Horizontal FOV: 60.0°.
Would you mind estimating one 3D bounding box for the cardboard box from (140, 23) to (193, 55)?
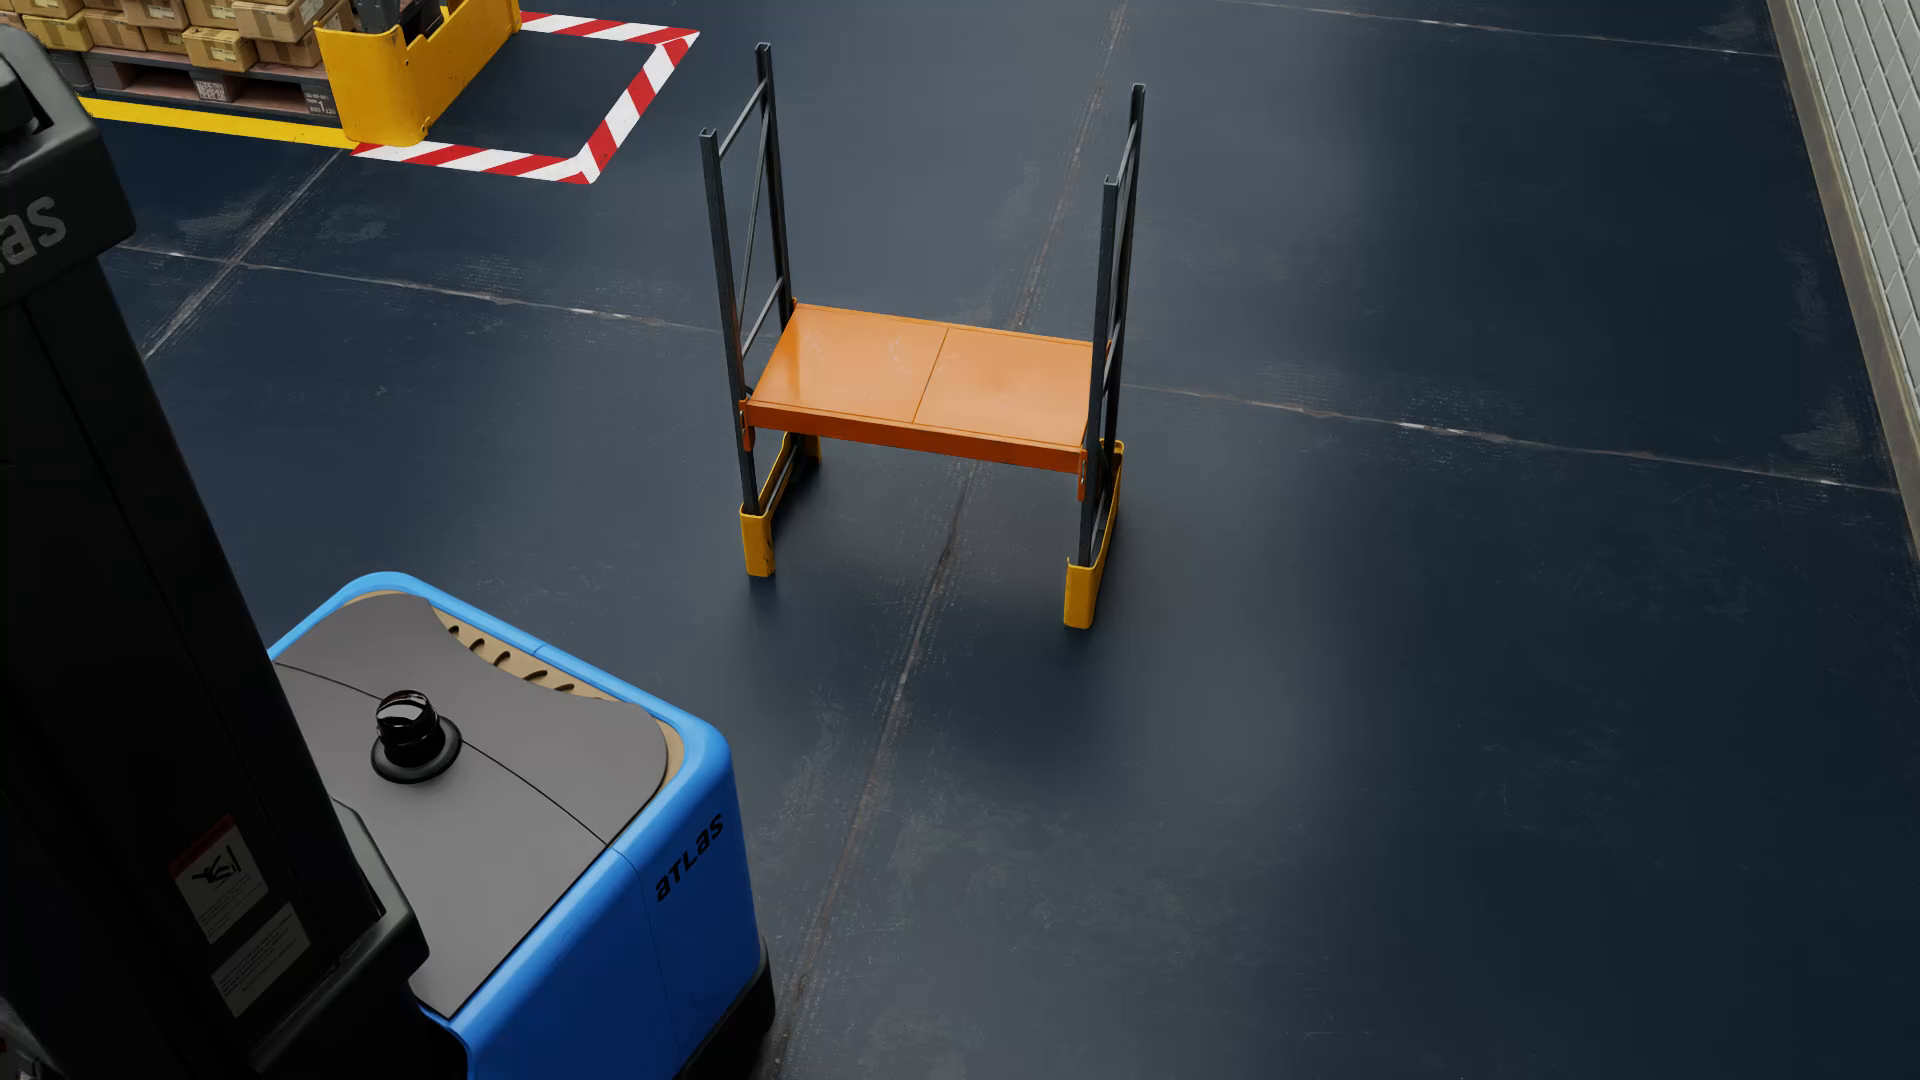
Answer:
[{"bbox_3d":[-3.316,-2.256,7.184,0.250,0.149,0.380,9,45,9],"label":"cardboard box"}]

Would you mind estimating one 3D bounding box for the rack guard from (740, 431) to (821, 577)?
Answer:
[{"bbox_3d":[-0.560,-0.177,5.254,0.087,0.250,0.587,9,45,9],"label":"rack guard"}]

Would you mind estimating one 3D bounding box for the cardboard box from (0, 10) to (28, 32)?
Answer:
[{"bbox_3d":[-4.084,-2.336,7.267,0.250,0.149,0.380,10,45,10],"label":"cardboard box"}]

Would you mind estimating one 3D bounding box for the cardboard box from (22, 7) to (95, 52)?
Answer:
[{"bbox_3d":[-3.822,-2.281,7.210,0.250,0.149,0.380,7,44,7],"label":"cardboard box"}]

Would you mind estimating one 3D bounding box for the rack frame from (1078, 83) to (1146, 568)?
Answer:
[{"bbox_3d":[0.413,-0.476,4.663,0.032,1.500,0.500,9,45,9],"label":"rack frame"}]

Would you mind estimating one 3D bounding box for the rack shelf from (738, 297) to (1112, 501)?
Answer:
[{"bbox_3d":[-0.083,-0.424,4.868,1.000,0.185,0.538,9,45,9],"label":"rack shelf"}]

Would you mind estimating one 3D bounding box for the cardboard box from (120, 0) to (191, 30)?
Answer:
[{"bbox_3d":[-3.329,-2.321,7.036,0.250,0.149,0.380,7,44,7],"label":"cardboard box"}]

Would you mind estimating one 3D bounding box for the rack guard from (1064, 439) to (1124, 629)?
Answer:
[{"bbox_3d":[0.412,-0.026,5.097,0.087,0.250,0.587,9,45,9],"label":"rack guard"}]

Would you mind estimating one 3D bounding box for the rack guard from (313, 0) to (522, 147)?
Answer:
[{"bbox_3d":[-2.319,-2.236,7.212,0.348,0.500,1.175,9,45,9],"label":"rack guard"}]

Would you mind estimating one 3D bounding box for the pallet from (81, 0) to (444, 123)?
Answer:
[{"bbox_3d":[-3.104,-2.279,7.465,1.213,0.211,1.003,9,45,9],"label":"pallet"}]

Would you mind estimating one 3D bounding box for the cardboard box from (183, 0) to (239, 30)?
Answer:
[{"bbox_3d":[-3.065,-2.319,7.035,0.250,0.149,0.380,8,44,8],"label":"cardboard box"}]

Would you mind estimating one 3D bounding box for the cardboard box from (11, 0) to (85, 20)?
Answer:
[{"bbox_3d":[-3.837,-2.390,7.109,0.250,0.149,0.380,9,45,10],"label":"cardboard box"}]

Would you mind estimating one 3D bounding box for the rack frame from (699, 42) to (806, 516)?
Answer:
[{"bbox_3d":[-0.579,-0.630,4.823,0.032,1.500,0.500,9,45,9],"label":"rack frame"}]

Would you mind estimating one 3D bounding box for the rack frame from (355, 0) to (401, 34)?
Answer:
[{"bbox_3d":[-2.244,-3.125,6.334,0.127,3.000,1.000,9,45,9],"label":"rack frame"}]

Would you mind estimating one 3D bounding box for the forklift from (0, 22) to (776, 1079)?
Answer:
[{"bbox_3d":[-1.630,0.811,2.294,1.130,2.935,3.031,23,48,22],"label":"forklift"}]

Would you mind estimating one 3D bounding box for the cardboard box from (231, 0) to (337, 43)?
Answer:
[{"bbox_3d":[-2.822,-2.243,6.956,0.250,0.149,0.380,8,44,8],"label":"cardboard box"}]

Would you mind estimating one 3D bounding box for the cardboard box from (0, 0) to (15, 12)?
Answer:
[{"bbox_3d":[-4.084,-2.442,7.162,0.250,0.149,0.380,11,45,11],"label":"cardboard box"}]

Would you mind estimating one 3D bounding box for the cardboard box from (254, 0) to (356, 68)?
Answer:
[{"bbox_3d":[-2.804,-2.188,7.113,0.250,0.149,0.380,10,45,10],"label":"cardboard box"}]

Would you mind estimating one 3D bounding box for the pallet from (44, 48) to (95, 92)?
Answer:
[{"bbox_3d":[-4.291,-2.465,7.659,1.213,0.211,1.003,9,45,9],"label":"pallet"}]

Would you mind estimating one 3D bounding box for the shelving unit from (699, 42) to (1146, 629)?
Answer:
[{"bbox_3d":[-0.074,-0.552,4.742,1.083,1.500,0.587,9,45,9],"label":"shelving unit"}]

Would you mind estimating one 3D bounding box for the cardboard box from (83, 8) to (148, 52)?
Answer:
[{"bbox_3d":[-3.559,-2.285,7.214,0.250,0.149,0.380,9,45,9],"label":"cardboard box"}]

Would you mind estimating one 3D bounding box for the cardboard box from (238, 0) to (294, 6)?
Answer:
[{"bbox_3d":[-2.816,-2.372,6.875,0.250,0.149,0.380,9,45,10],"label":"cardboard box"}]

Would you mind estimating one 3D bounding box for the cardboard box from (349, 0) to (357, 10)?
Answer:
[{"bbox_3d":[-2.686,-2.545,7.484,0.250,0.149,0.380,10,45,10],"label":"cardboard box"}]

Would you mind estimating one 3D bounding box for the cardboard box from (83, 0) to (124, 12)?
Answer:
[{"bbox_3d":[-3.569,-2.431,7.151,0.250,0.149,0.380,8,45,9],"label":"cardboard box"}]

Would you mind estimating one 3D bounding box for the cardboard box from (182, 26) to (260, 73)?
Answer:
[{"bbox_3d":[-3.077,-2.158,7.082,0.250,0.149,0.380,10,45,10],"label":"cardboard box"}]
